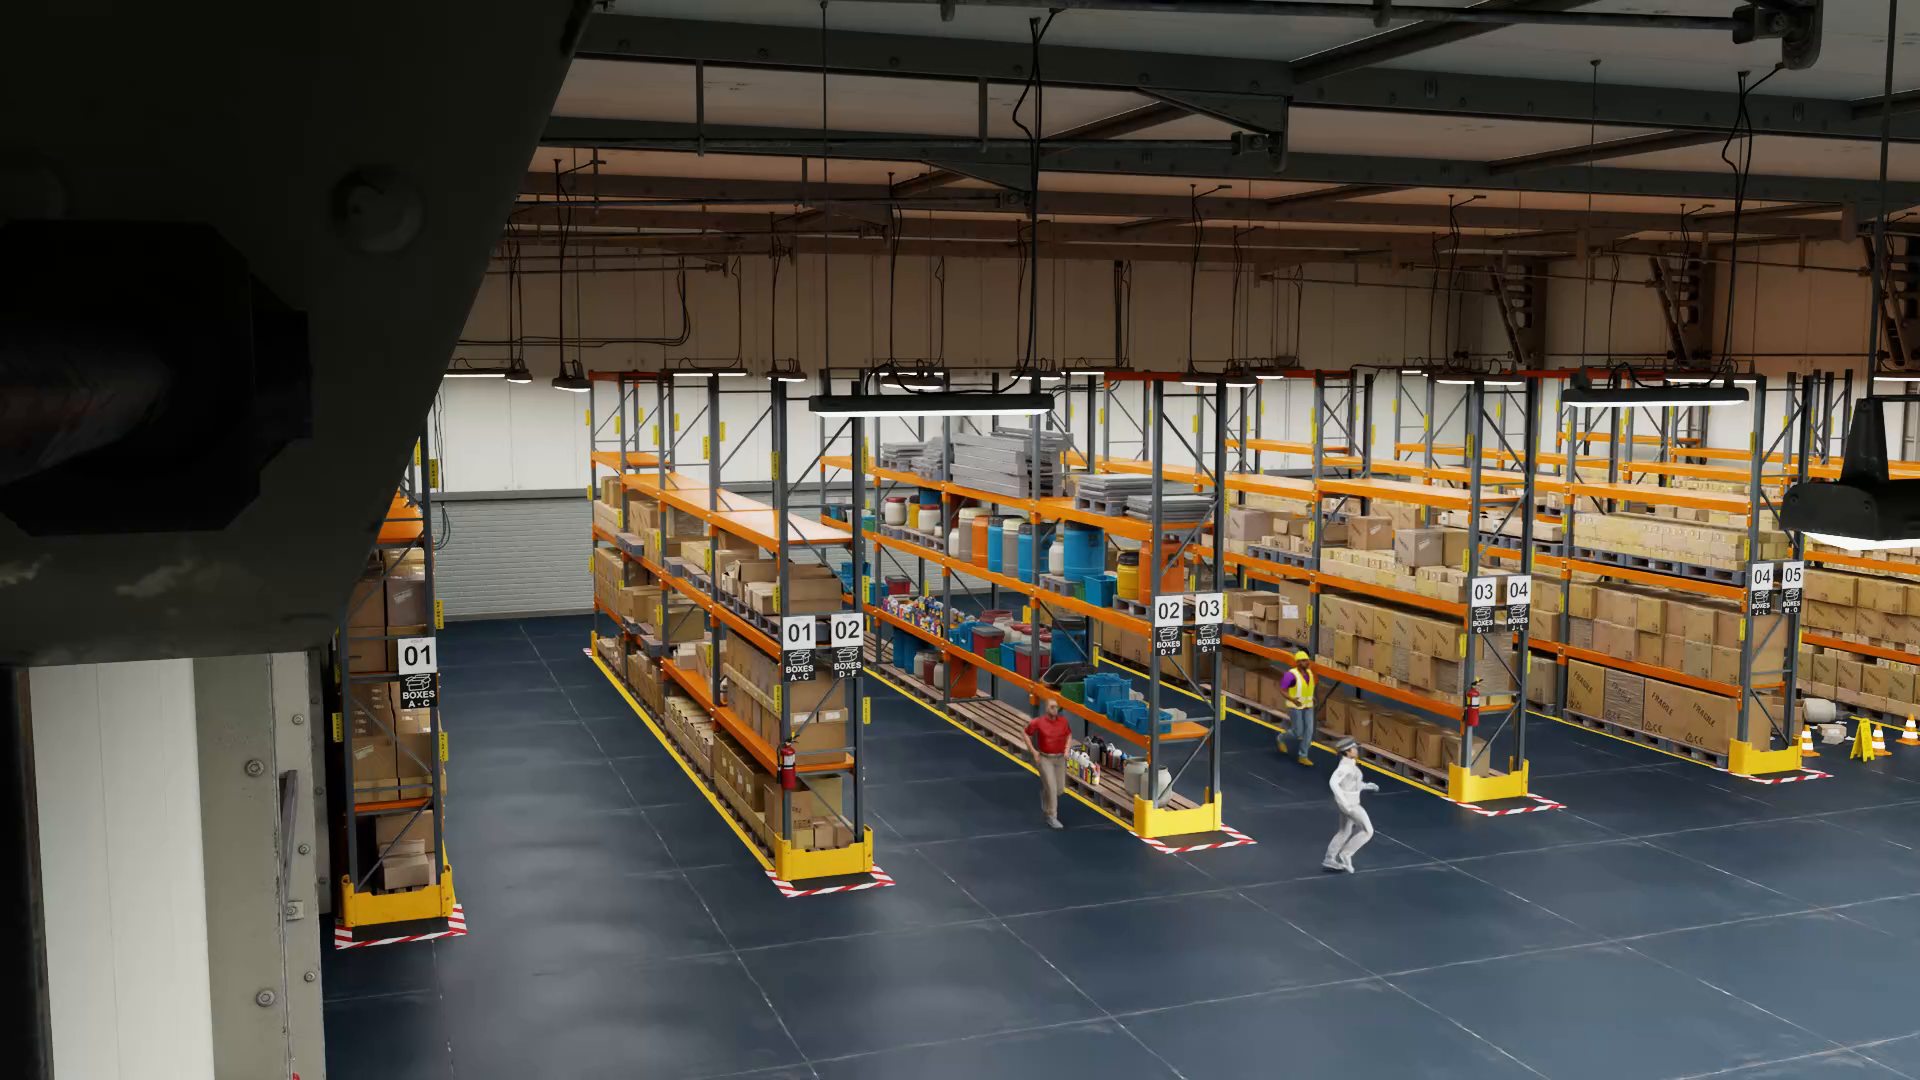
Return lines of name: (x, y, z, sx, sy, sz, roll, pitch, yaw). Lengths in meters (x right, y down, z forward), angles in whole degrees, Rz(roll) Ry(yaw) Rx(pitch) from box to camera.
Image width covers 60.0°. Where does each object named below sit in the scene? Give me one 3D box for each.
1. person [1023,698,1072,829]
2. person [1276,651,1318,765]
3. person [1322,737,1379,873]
person: (1.200, 2.976, 22.477, 0.684, 1.709, 0.790, -3, 7, -23)
person: (5.259, 2.582, 25.828, 0.697, 1.738, 0.768, -4, 7, -30)
person: (4.778, 3.227, 20.306, 0.653, 1.677, 0.594, 1, 6, 8)
